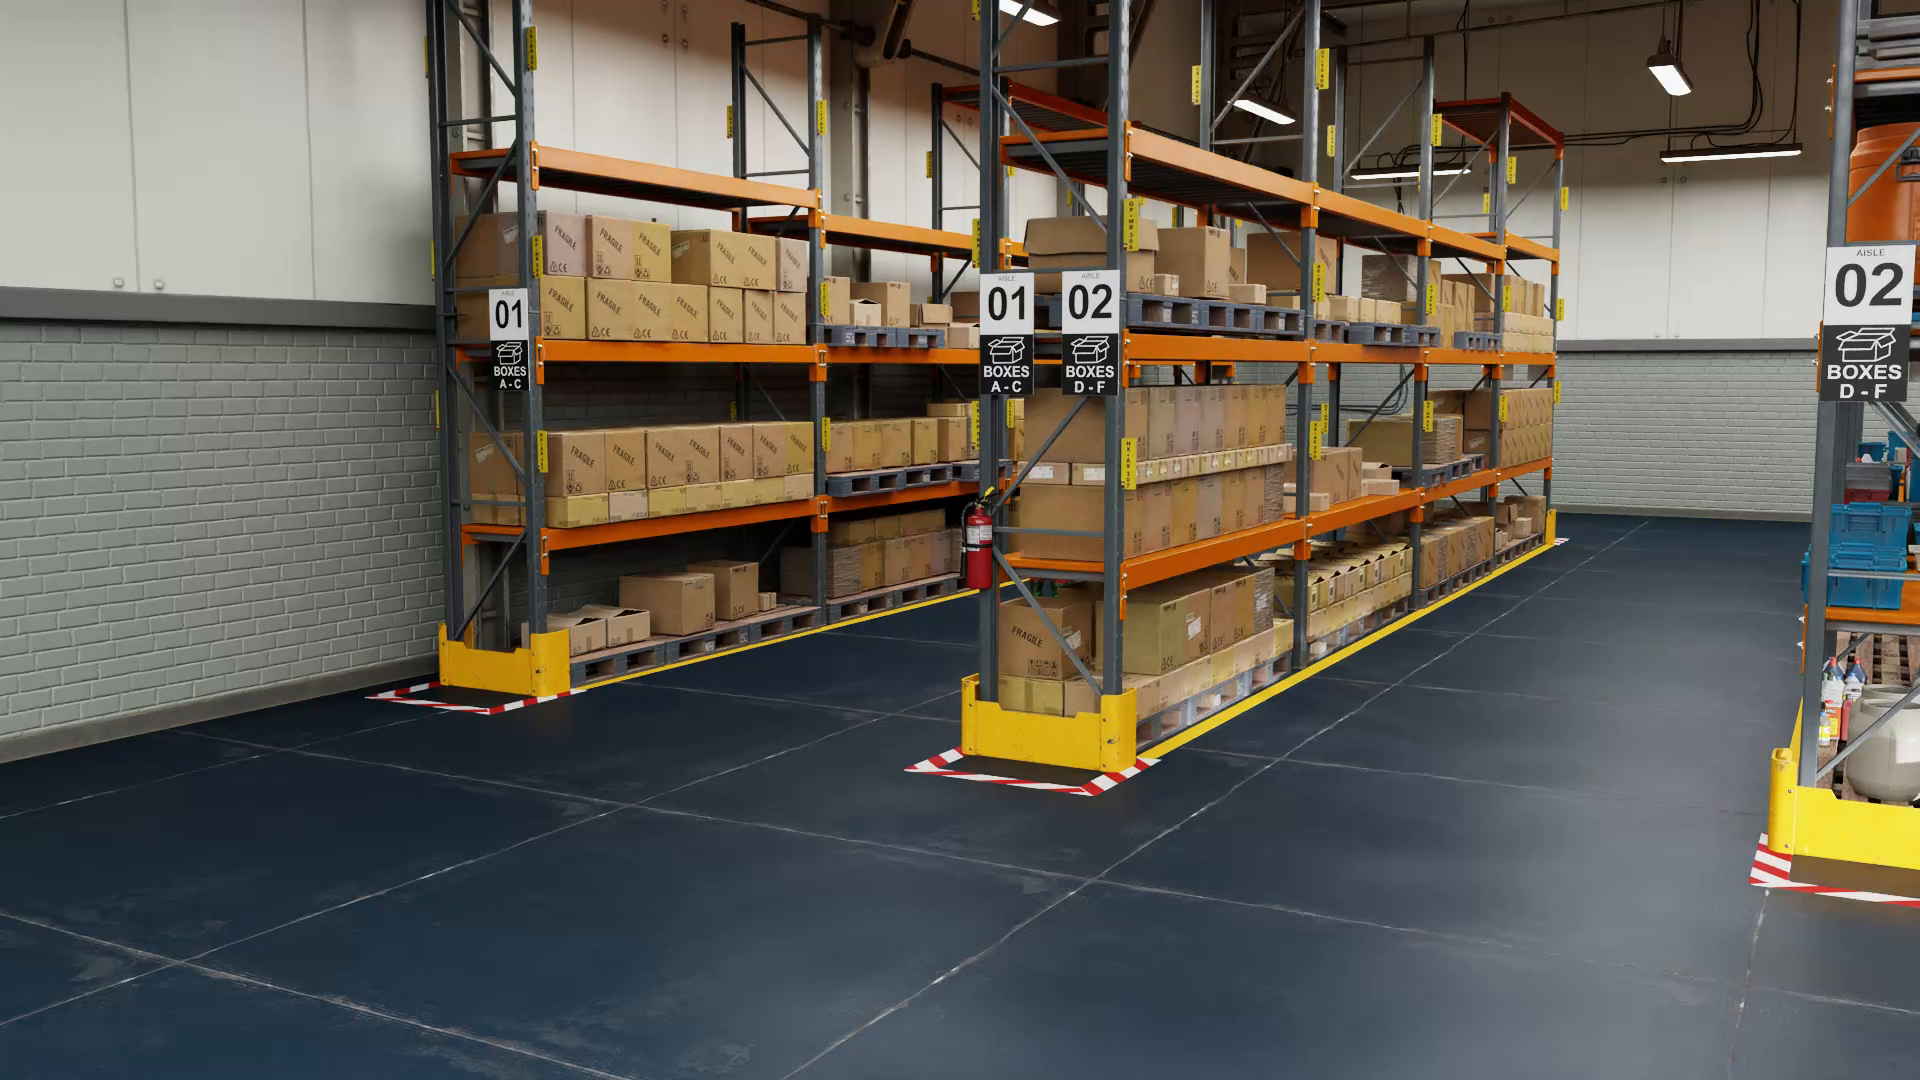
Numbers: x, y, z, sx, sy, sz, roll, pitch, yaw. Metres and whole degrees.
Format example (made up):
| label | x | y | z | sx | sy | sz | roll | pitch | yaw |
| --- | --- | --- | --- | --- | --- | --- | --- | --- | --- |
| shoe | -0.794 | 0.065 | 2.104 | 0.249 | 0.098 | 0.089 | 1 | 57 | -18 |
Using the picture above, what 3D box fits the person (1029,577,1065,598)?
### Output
| label | x | y | z | sx | sy | sz | roll | pitch | yaw |
| --- | --- | --- | --- | --- | --- | --- | --- | --- | --- |
| person | 1.029 | -0.111 | 18.185 | 0.482 | 1.654 | 0.715 | 3 | 7 | 27 |
